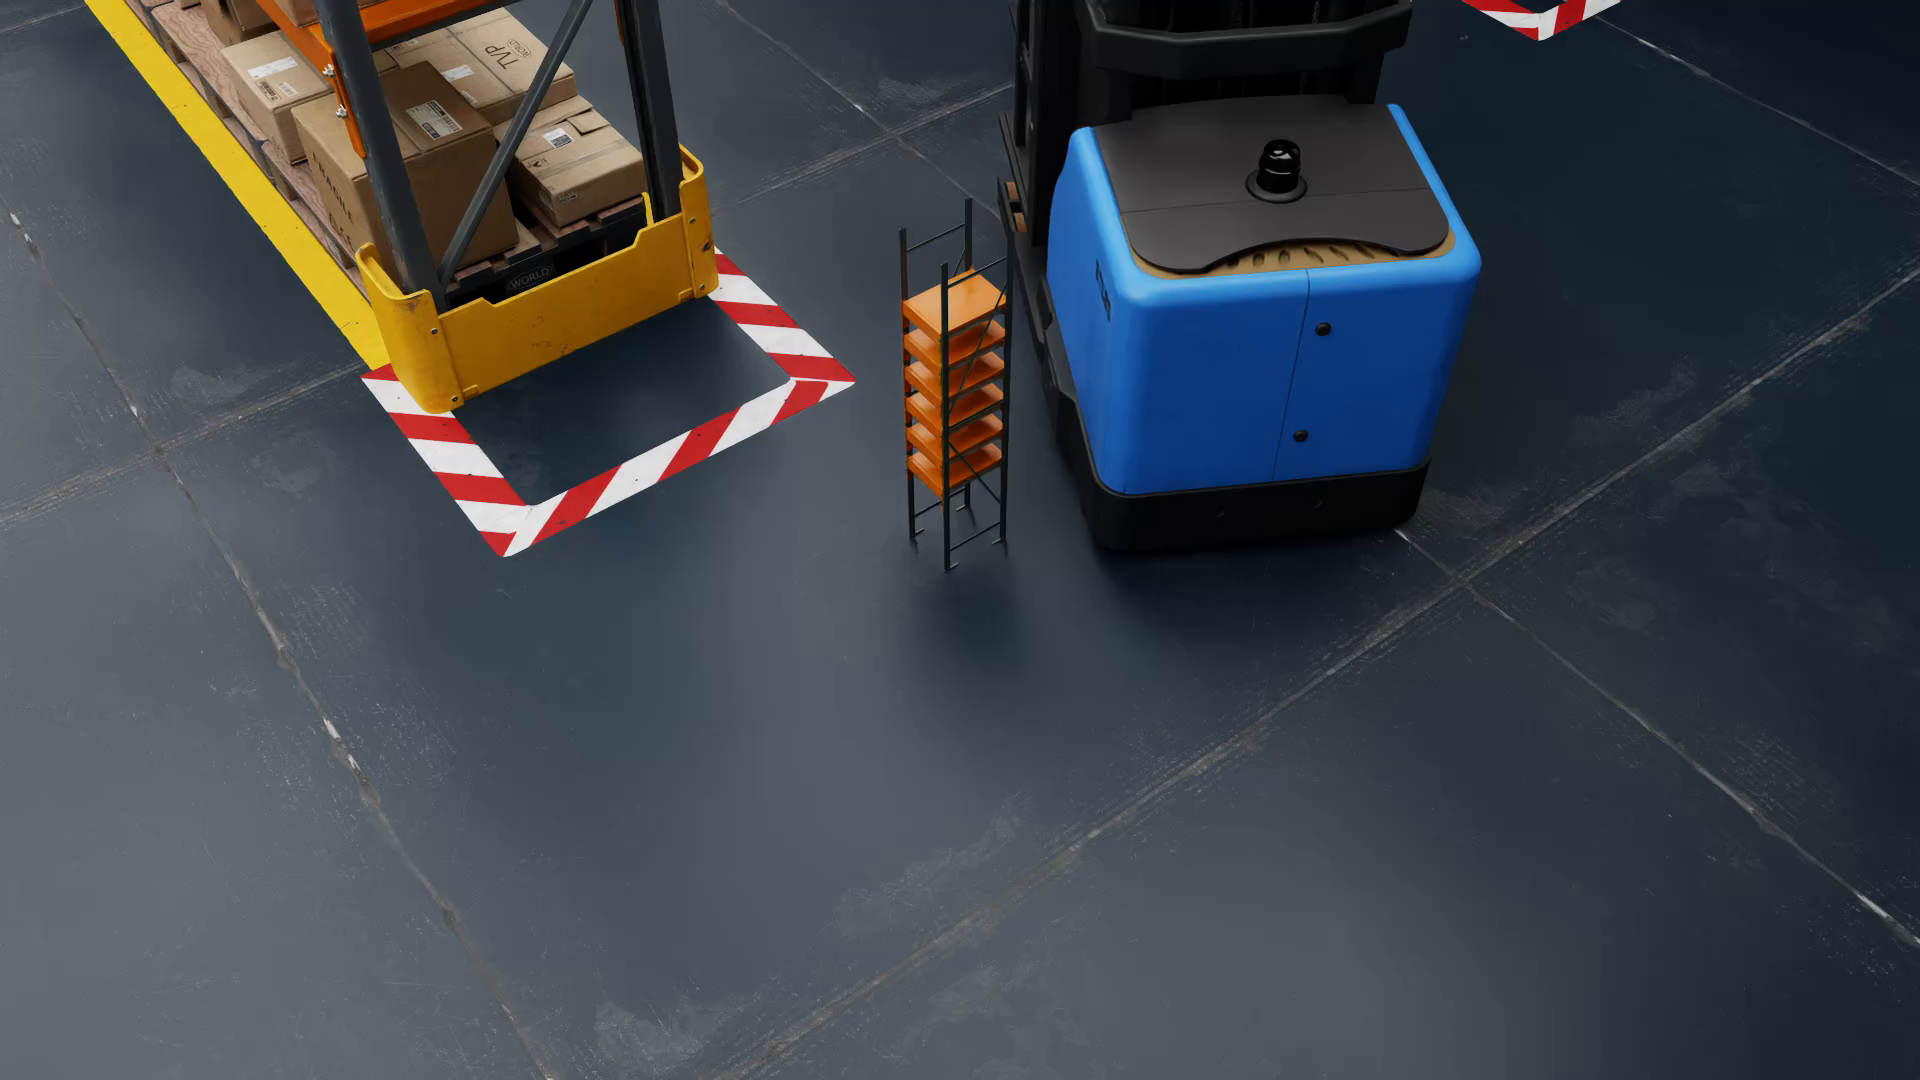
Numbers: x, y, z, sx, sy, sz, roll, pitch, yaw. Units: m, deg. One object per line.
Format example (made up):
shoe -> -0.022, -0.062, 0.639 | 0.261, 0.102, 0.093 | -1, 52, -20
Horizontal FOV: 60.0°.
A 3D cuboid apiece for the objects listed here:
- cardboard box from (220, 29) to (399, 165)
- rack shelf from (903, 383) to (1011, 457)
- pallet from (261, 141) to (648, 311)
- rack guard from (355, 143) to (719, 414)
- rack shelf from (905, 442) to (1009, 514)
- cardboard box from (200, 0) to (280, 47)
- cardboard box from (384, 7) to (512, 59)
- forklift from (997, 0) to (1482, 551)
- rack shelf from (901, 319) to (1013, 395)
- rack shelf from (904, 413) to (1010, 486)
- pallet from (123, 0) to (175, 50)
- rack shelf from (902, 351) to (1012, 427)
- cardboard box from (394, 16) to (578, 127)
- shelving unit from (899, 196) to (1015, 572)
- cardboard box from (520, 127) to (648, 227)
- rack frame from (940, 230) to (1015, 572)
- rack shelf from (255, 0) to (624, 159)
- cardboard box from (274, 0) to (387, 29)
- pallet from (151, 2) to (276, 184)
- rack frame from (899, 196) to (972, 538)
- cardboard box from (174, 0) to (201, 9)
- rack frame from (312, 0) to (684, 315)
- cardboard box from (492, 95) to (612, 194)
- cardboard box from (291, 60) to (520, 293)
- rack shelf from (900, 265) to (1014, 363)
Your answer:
cardboard box -> -2.458, -1.741, 6.363 | 0.500, 0.250, 0.500 | -29, 54, -24
rack shelf -> -0.009, -0.382, 4.846 | 0.258, 0.103, 0.180 | -29, 54, -24
pallet -> -1.911, -1.311, 6.296 | 1.003, 0.211, 1.213 | -29, 54, -24
rack guard -> -1.428, -0.939, 5.763 | 1.175, 0.500, 0.348 | -29, 54, -24
rack shelf -> -0.009, -0.220, 5.024 | 0.258, 0.103, 0.180 | -29, 54, -24
cardboard box -> -2.662, -2.296, 6.695 | 0.797, 0.503, 0.637 | -29, 54, -24
cardboard box -> -2.091, -1.995, 6.593 | 0.500, 0.250, 0.500 | -29, 54, -24
forklift -> 0.742, -2.054, 5.134 | 1.130, 2.935, 3.031 | -5, 48, -5
rack shelf -> -0.009, -0.543, 4.668 | 0.258, 0.103, 0.180 | -29, 54, -24
rack shelf -> -0.009, -0.301, 4.935 | 0.258, 0.103, 0.180 | -29, 54, -24
pallet -> -3.389, -2.750, 7.601 | 1.003, 0.211, 1.213 | -29, 54, -24
rack shelf -> -0.009, -0.462, 4.757 | 0.258, 0.103, 0.180 | -29, 54, -24
cardboard box -> -1.788, -1.700, 6.326 | 0.500, 0.250, 0.500 | -29, 54, -24
shelving unit -> -0.009, -0.412, 4.813 | 0.258, 1.200, 0.189 | -29, 54, -24
cardboard box -> -1.362, -1.325, 6.054 | 0.380, 0.149, 0.250 | -29, 54, -24
rack frame -> 0.047, -0.358, 4.764 | 0.240, 1.200, 0.006 | -29, 54, -24
rack shelf -> -2.593, -2.671, 6.132 | 1.077, 0.370, 4.000 | -29, 54, -24
cardboard box -> -1.869, -1.909, 4.888 | 0.500, 0.500, 0.500 | -28, 54, -23
pallet -> -2.646, -2.030, 6.948 | 1.003, 0.211, 1.213 | -29, 54, -24
rack frame -> -0.064, -0.465, 4.862 | 0.240, 1.200, 0.006 | -29, 54, -24
cardboard box -> -3.190, -2.438, 7.051 | 0.380, 0.166, 0.250 | -29, 54, -24
rack frame -> -1.382, -1.733, 4.797 | 1.000, 3.000, 0.127 | -29, 54, -24
cardboard box -> -1.513, -1.478, 6.181 | 0.380, 0.166, 0.250 | -29, 54, -24
cardboard box -> -1.907, -1.252, 5.750 | 0.500, 0.500, 0.500 | -29, 54, -24
rack shelf -> -0.009, -0.623, 4.579 | 0.258, 0.103, 0.180 | -29, 54, -24
